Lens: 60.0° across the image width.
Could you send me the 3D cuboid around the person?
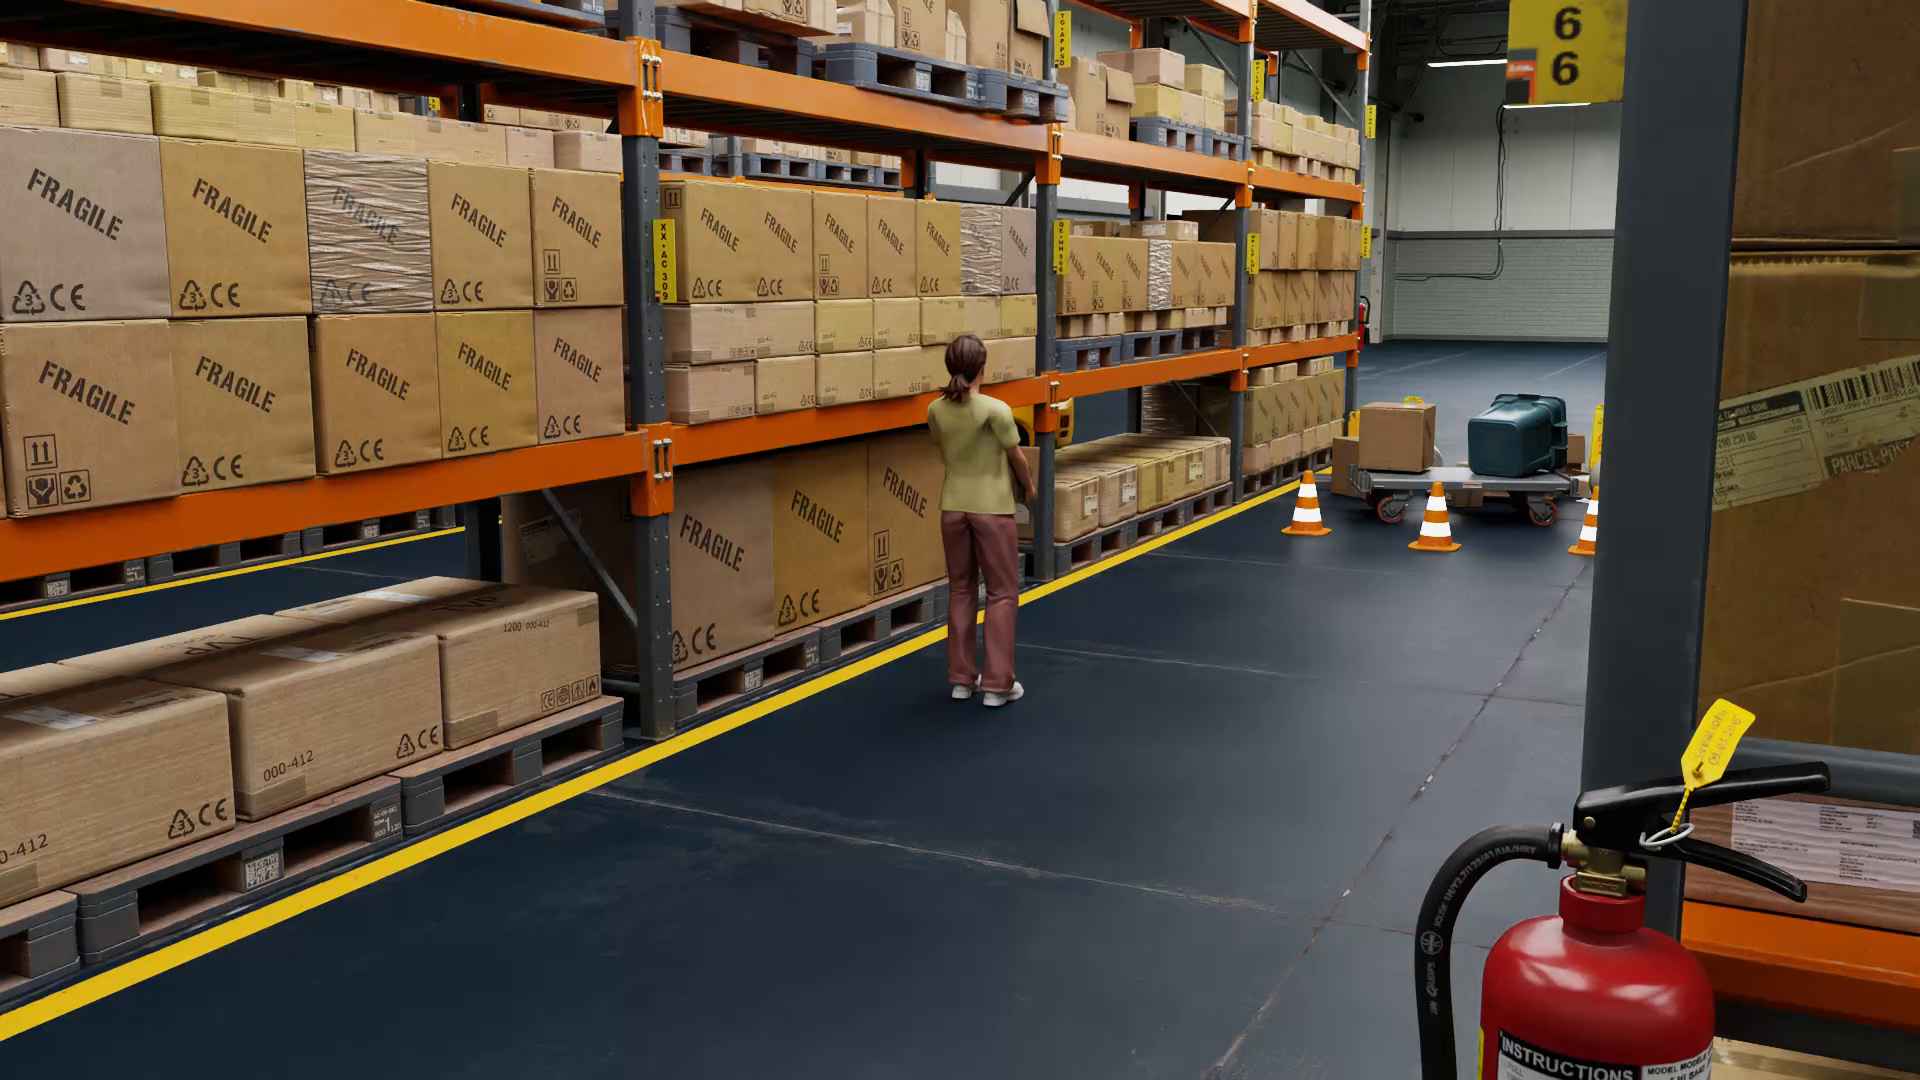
[{"bbox_3d":[0.099,-0.099,7.526,0.426,1.662,0.554,5,10,26],"label":"person"}]
